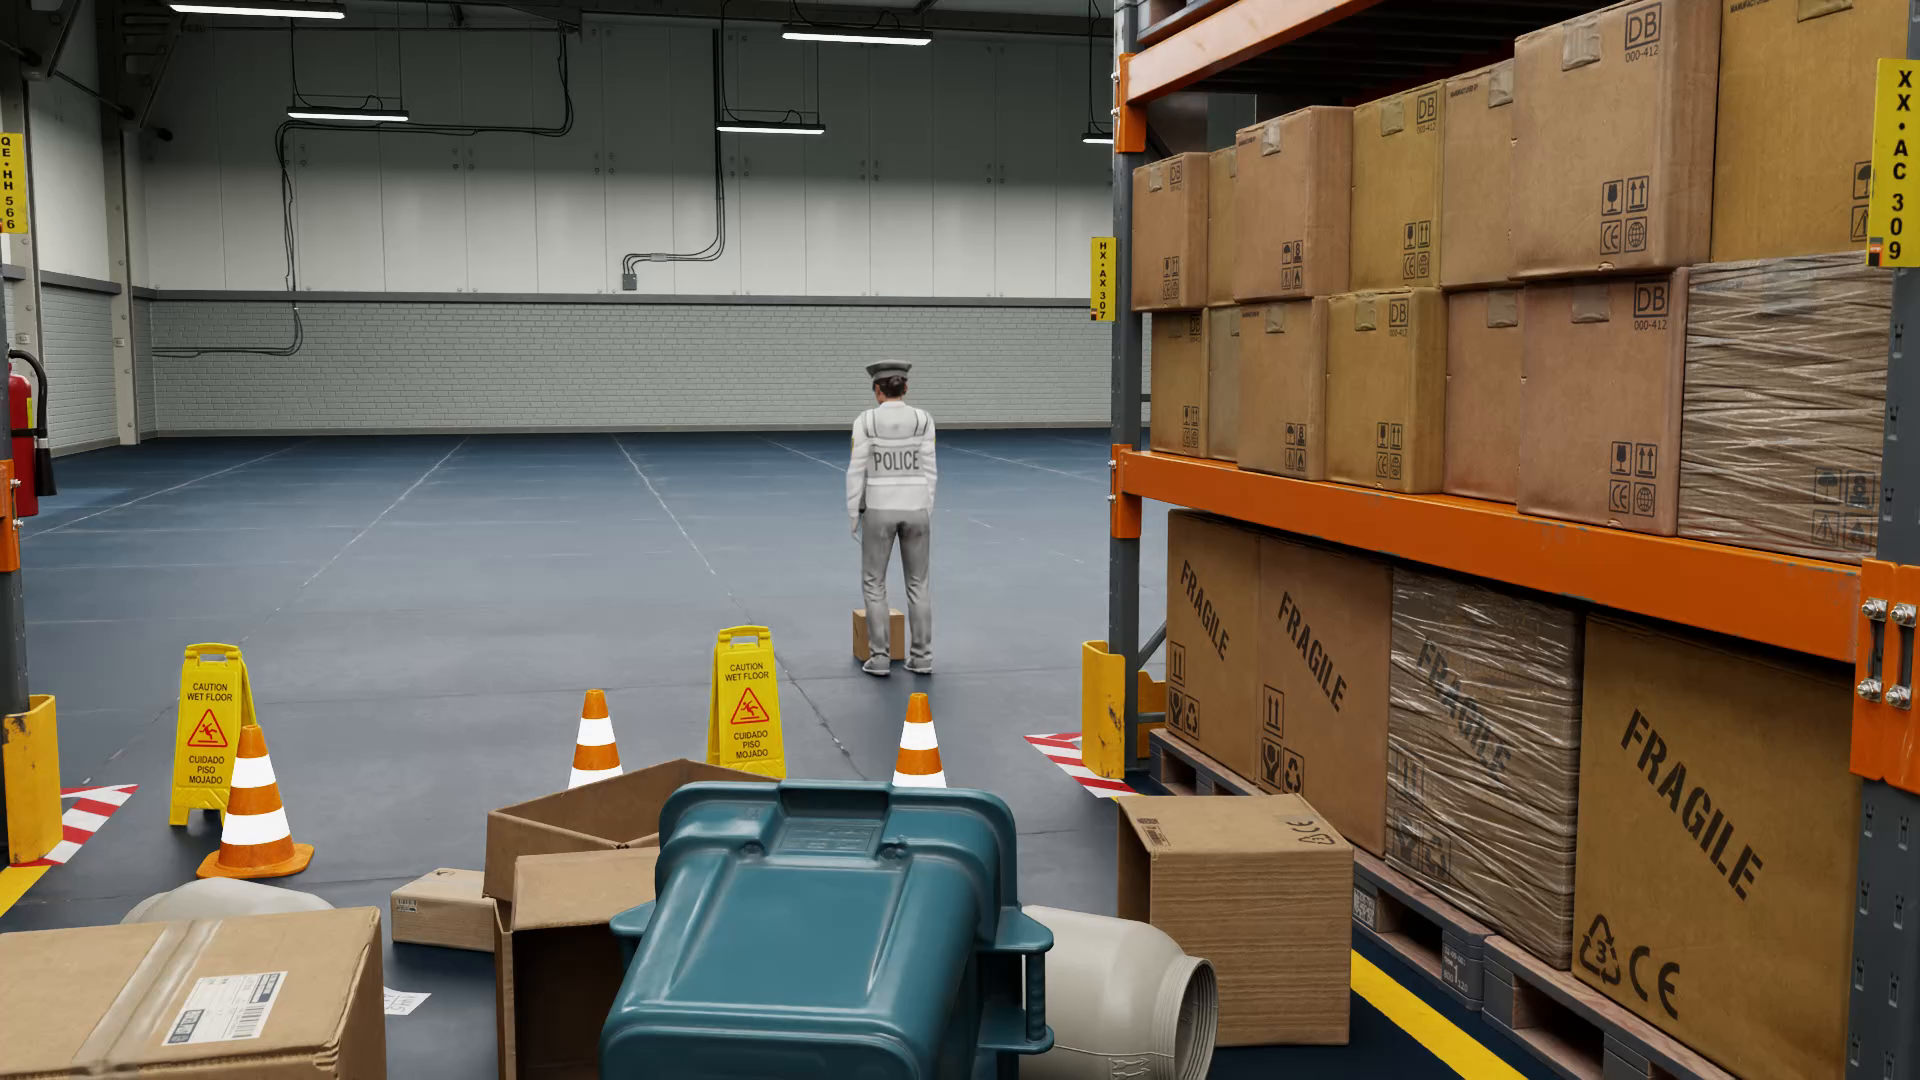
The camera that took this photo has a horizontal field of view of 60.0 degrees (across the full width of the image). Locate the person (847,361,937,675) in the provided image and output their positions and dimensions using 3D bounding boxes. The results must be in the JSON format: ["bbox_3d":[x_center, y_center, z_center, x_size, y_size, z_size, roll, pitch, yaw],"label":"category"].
[{"bbox_3d":[-0.362,-0.111,8.777,0.479,1.657,0.352,-1,6,-13],"label":"person"}]
